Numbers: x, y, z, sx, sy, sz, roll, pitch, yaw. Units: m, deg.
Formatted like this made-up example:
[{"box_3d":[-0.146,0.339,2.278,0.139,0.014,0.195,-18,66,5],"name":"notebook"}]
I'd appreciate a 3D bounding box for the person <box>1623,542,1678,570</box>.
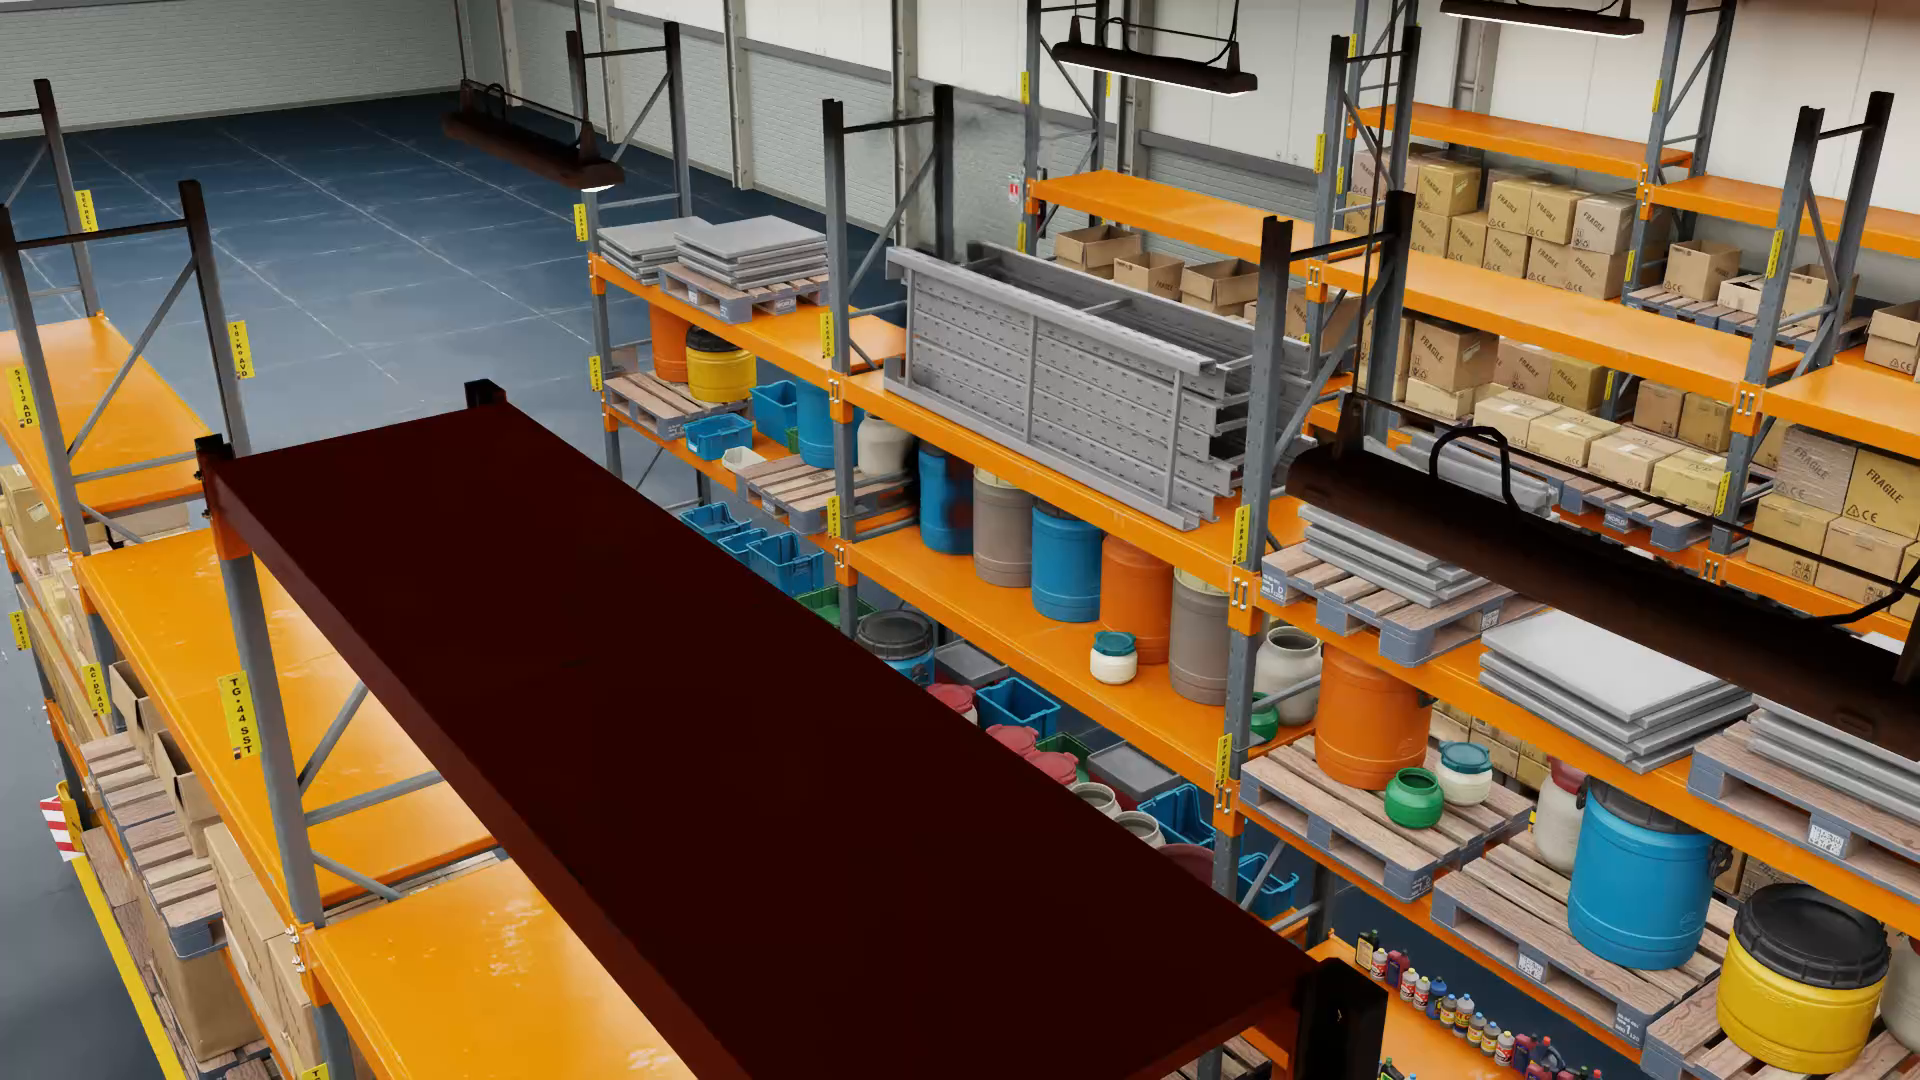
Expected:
[{"box_3d":[6.256,0.578,15.630,0.707,1.727,0.740,-19,31,-35],"name":"person"}]
